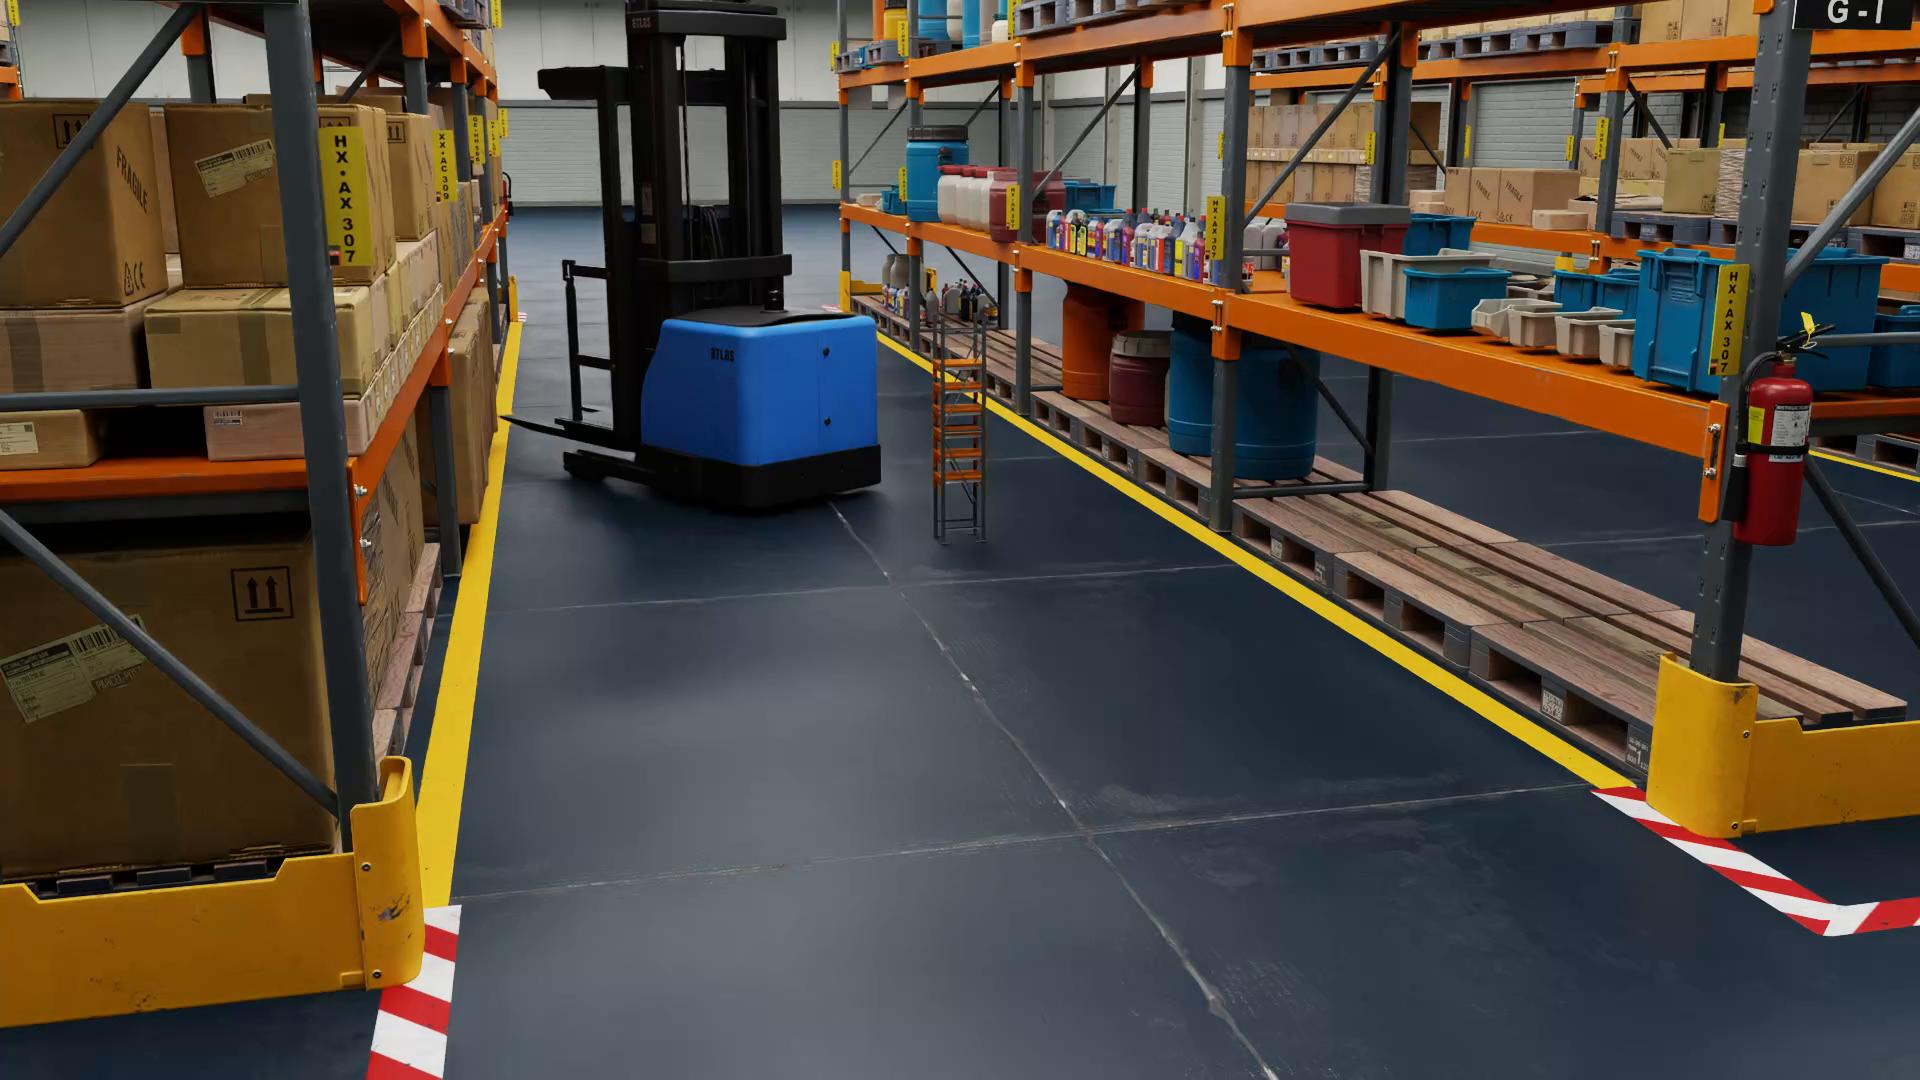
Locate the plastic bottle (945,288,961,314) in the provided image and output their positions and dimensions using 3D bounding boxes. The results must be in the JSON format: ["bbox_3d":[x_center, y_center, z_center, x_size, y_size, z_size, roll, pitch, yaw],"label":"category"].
[{"bbox_3d":[-0.077,-2.602,18.069,0.152,0.276,0.135,-3,14,-13],"label":"plastic bottle"}]

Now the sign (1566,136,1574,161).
[{"bbox_3d":[8.155,-5.240,22.229,0.100,0.325,0.005,-3,14,-13],"label":"sign"}]

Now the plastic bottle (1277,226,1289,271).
[{"bbox_3d":[1.990,-1.785,10.161,0.061,0.283,0.133,-3,14,-13],"label":"plastic bottle"}]

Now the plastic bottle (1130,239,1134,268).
[{"bbox_3d":[1.120,-1.816,10.457,0.097,0.201,0.097,0,14,0],"label":"plastic bottle"}]

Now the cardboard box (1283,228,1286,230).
[{"bbox_3d":[4.283,-3.698,21.071,0.500,0.500,0.500,-3,14,-13],"label":"cardboard box"}]

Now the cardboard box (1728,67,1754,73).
[{"bbox_3d":[9.156,-5.662,19.210,0.500,0.500,0.500,-5,14,-18],"label":"cardboard box"}]

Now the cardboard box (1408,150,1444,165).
[{"bbox_3d":[4.932,-4.086,17.754,0.380,0.149,0.250,-3,14,-13],"label":"cardboard box"}]

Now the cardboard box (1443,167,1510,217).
[{"bbox_3d":[5.096,-3.399,16.307,0.500,0.500,0.500,-2,14,-9],"label":"cardboard box"}]

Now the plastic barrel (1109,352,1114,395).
[{"bbox_3d":[1.282,-1.210,11.916,0.421,0.512,0.421,0,14,0],"label":"plastic barrel"}]

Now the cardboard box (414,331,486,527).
[{"bbox_3d":[-3.114,-0.571,8.537,1.225,0.875,0.875,-3,14,-13],"label":"cardboard box"}]

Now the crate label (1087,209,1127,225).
[{"bbox_3d":[1.196,-2.488,13.145,0.303,0.233,0.416,-3,14,-13],"label":"crate label"}]

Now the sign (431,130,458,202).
[{"bbox_3d":[-2.405,-1.743,7.751,0.100,0.325,0.005,-3,14,-13],"label":"sign"}]

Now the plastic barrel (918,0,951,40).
[{"bbox_3d":[-0.138,-5.515,16.918,0.600,0.901,0.708,-3,14,-13],"label":"plastic barrel"}]

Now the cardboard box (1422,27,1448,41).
[{"bbox_3d":[4.943,-5.095,16.573,0.500,0.250,0.500,-2,14,-7],"label":"cardboard box"}]

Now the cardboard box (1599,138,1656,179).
[{"bbox_3d":[8.609,-4.909,21.394,0.500,0.500,0.500,-3,14,-13],"label":"cardboard box"}]

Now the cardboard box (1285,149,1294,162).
[{"bbox_3d":[4.055,-4.537,19.598,0.380,0.149,0.250,-3,14,-14],"label":"cardboard box"}]

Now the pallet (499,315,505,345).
[{"bbox_3d":[-5.305,-2.179,17.400,1.003,0.211,1.213,-3,14,-13],"label":"pallet"}]

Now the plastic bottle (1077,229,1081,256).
[{"bbox_3d":[0.859,-2.072,11.504,0.097,0.201,0.097,0,14,0],"label":"plastic bottle"}]

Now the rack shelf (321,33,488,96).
[{"bbox_3d":[-4.353,-3.745,13.130,1.077,0.370,4.000,-3,14,-13],"label":"rack shelf"}]

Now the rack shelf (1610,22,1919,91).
[{"bbox_3d":[6.216,-3.373,11.609,1.077,0.370,4.000,-3,14,-13],"label":"rack shelf"}]

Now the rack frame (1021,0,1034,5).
[{"bbox_3d":[0.931,-5.366,11.930,1.000,3.000,0.127,-3,14,-13],"label":"rack frame"}]

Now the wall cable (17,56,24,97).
[{"bbox_3d":[-27.384,-12.060,45.874,3.097,2.526,0.112,-3,14,-13],"label":"wall cable"}]

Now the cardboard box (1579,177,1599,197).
[{"bbox_3d":[8.488,-4.656,21.938,0.500,0.250,0.500,-4,14,-15],"label":"cardboard box"}]

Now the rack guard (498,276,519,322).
[{"bbox_3d":[-5.744,-2.789,19.291,1.175,0.500,0.348,-3,14,-13],"label":"rack guard"}]

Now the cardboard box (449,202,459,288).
[{"bbox_3d":[-3.045,-1.653,9.161,0.500,0.500,0.500,-4,14,-14],"label":"cardboard box"}]

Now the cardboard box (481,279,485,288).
[{"bbox_3d":[-5.020,-2.314,16.462,0.500,0.500,0.500,1,14,5],"label":"cardboard box"}]

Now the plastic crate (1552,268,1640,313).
[{"bbox_3d":[2.692,-1.002,6.935,0.416,0.233,0.300,-3,14,-13],"label":"plastic crate"}]

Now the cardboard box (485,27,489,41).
[{"bbox_3d":[-5.095,-5.252,17.259,0.380,0.149,0.250,-4,14,-16],"label":"cardboard box"}]

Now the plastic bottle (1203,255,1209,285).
[{"bbox_3d":[1.410,-1.531,9.290,0.097,0.201,0.097,0,14,0],"label":"plastic bottle"}]

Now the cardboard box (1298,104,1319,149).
[{"bbox_3d":[4.343,-4.778,19.219,0.700,0.500,0.500,-3,14,-13],"label":"cardboard box"}]

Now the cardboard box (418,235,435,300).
[{"bbox_3d":[-2.461,-1.118,6.872,0.500,0.250,0.500,-3,14,-11],"label":"cardboard box"}]

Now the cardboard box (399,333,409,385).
[{"bbox_3d":[-2.071,-0.605,5.612,0.380,0.149,0.250,-3,14,-14],"label":"cardboard box"}]

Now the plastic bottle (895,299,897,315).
[{"bbox_3d":[-0.649,-2.543,17.987,0.097,0.201,0.097,0,14,0],"label":"plastic bottle"}]

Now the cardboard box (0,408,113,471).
[{"bbox_3d":[-2.408,-0.272,4.249,0.380,0.149,0.250,-3,14,-12],"label":"cardboard box"}]

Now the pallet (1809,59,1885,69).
[{"bbox_3d":[9.663,-5.144,17.738,1.213,0.211,1.003,-3,14,-13],"label":"pallet"}]

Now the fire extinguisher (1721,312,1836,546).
[{"bbox_3d":[2.404,-0.327,4.895,0.296,0.674,0.183,-3,14,-13],"label":"fire extinguisher"}]

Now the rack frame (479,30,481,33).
[{"bbox_3d":[-4.823,-6.013,14.577,1.000,3.000,0.127,-3,14,-13],"label":"rack frame"}]

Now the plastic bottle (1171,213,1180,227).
[{"bbox_3d":[1.550,-2.194,11.858,0.097,0.271,0.097,0,14,0],"label":"plastic bottle"}]

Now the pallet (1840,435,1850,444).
[{"bbox_3d":[6.168,-0.917,12.236,1.003,0.211,1.213,-3,14,-13],"label":"pallet"}]

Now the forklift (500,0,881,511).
[{"bbox_3d":[-1.876,-1.867,10.393,3.031,2.935,1.130,13,19,43],"label":"forklift"}]

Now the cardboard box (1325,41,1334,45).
[{"bbox_3d":[4.543,-5.816,18.694,0.797,0.503,0.637,-2,14,-7],"label":"cardboard box"}]

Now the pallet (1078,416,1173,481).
[{"bbox_3d":[1.440,-0.637,11.088,1.003,0.211,1.213,-3,14,-13],"label":"pallet"}]

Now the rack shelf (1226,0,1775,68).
[{"bbox_3d":[2.340,-2.175,6.706,1.077,0.370,4.000,-3,14,-13],"label":"rack shelf"}]

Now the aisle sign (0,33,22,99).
[{"bbox_3d":[-10.332,-5.064,17.856,0.394,0.787,0.004,-3,14,-13],"label":"aisle sign"}]

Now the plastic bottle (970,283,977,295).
[{"bbox_3d":[0.161,-2.554,17.716,0.144,0.351,0.185,-4,14,-16],"label":"plastic bottle"}]

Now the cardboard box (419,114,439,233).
[{"bbox_3d":[-2.576,-1.598,7.255,0.500,0.500,0.500,-3,14,-12],"label":"cardboard box"}]

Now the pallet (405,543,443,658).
[{"bbox_3d":[-2.841,0.282,7.330,1.003,0.211,1.213,-3,14,-13],"label":"pallet"}]

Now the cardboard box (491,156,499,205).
[{"bbox_3d":[-4.952,-3.516,16.161,0.875,0.500,0.500,-3,14,-13],"label":"cardboard box"}]

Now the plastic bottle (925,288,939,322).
[{"bbox_3d":[-0.300,-2.442,17.256,0.144,0.351,0.185,-3,14,-13],"label":"plastic bottle"}]

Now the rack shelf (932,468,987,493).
[{"bbox_3d":[-0.003,-0.310,8.866,0.258,0.103,0.180,-3,14,-13],"label":"rack shelf"}]

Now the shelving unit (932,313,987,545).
[{"bbox_3d":[-0.003,-0.586,8.798,0.258,1.200,0.189,-3,14,-13],"label":"shelving unit"}]

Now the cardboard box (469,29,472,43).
[{"bbox_3d":[-3.997,-3.919,12.643,0.500,0.250,0.500,-3,14,-12],"label":"cardboard box"}]

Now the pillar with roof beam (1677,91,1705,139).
[{"bbox_3d":[5.503,-7.410,20.298,9.100,9.000,0.400,-3,14,-13],"label":"pillar with roof beam"}]

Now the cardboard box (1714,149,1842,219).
[{"bbox_3d":[6.033,-2.619,12.230,0.700,0.500,0.500,-1,14,-3],"label":"cardboard box"}]

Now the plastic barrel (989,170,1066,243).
[{"bbox_3d":[0.528,-2.608,12.995,0.600,0.536,0.708,-3,14,-13],"label":"plastic barrel"}]
